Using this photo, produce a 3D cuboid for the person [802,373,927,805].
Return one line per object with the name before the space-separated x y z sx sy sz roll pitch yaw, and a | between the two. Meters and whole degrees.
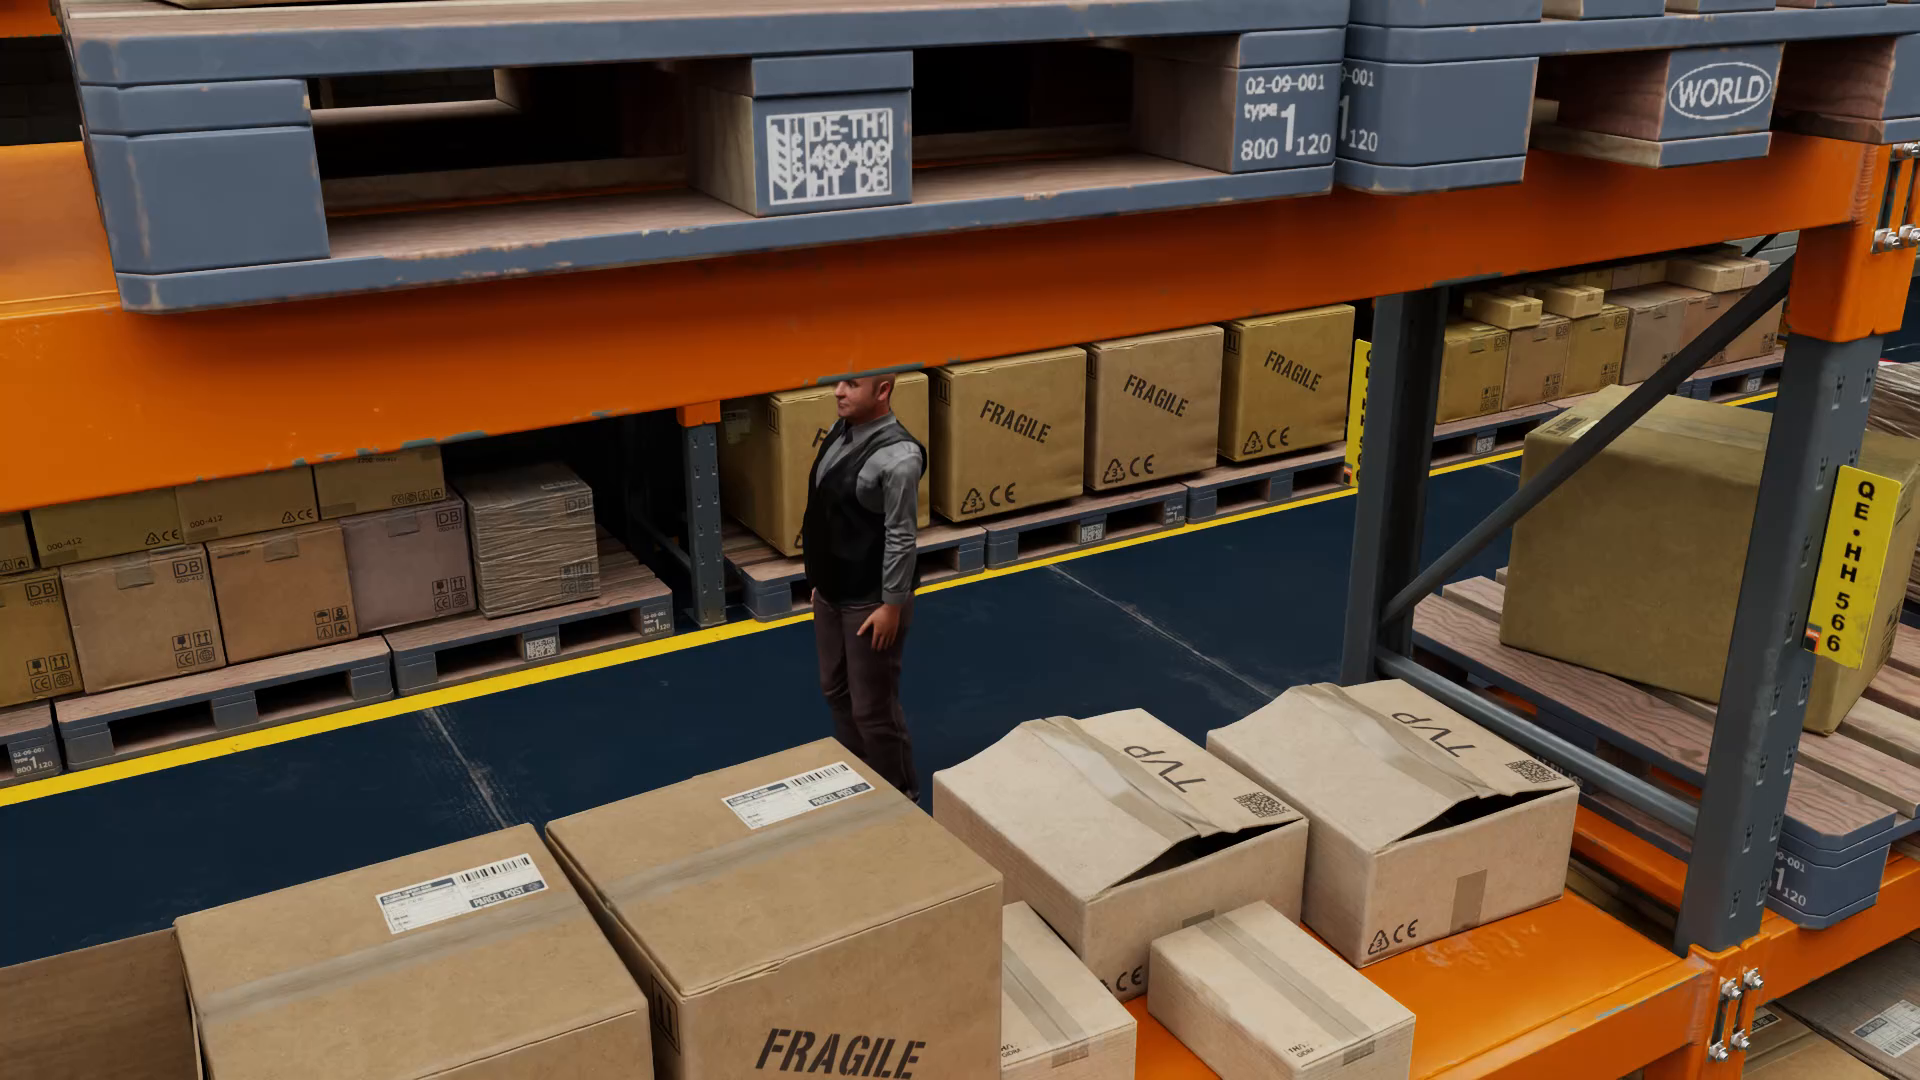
person | -0.331 0.228 5.683 0.358 1.636 0.532 -12 24 -27
